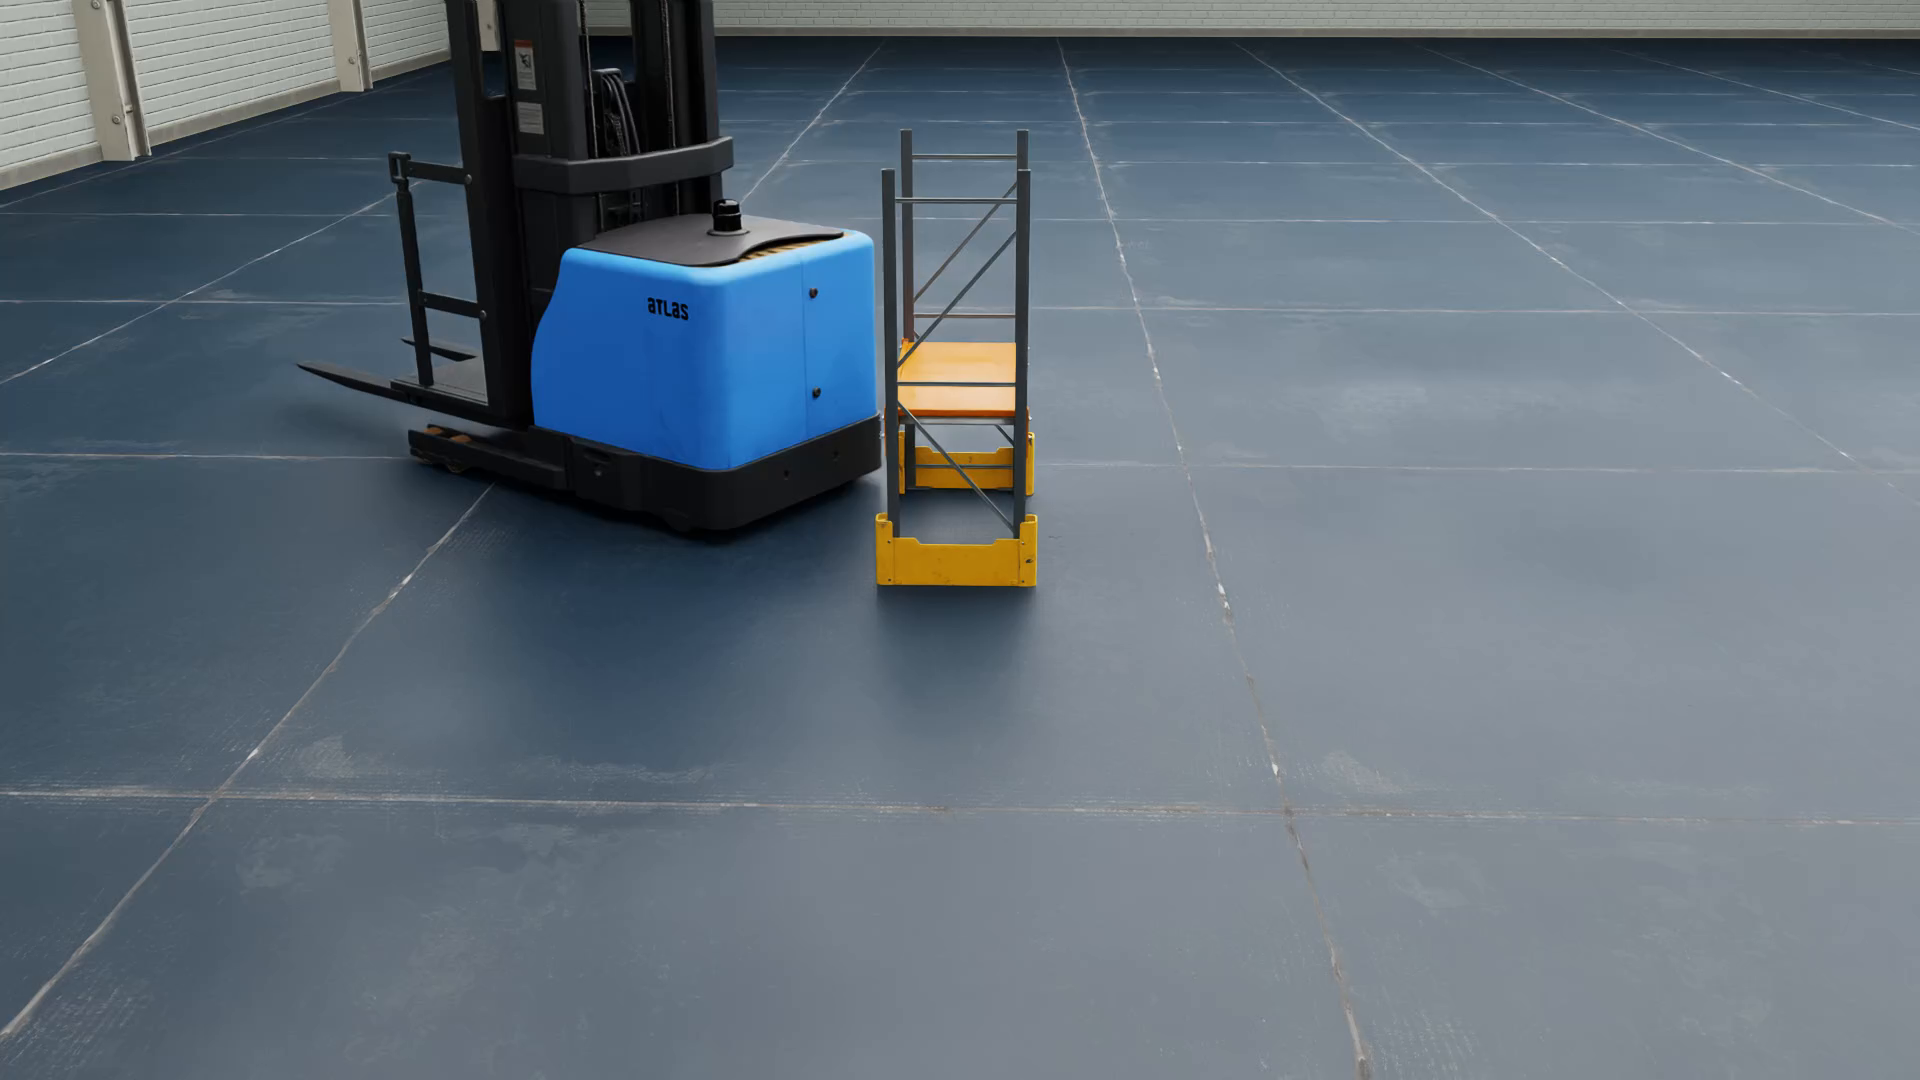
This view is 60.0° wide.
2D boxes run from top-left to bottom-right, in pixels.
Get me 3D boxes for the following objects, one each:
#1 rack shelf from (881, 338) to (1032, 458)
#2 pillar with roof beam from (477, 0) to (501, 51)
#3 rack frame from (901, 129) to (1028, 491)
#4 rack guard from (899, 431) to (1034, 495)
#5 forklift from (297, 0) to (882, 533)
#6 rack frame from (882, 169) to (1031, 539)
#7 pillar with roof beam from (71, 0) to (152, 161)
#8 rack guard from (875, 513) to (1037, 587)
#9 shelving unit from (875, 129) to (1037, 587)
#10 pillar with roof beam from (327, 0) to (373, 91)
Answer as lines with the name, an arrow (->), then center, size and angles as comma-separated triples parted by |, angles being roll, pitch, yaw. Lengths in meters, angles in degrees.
rack shelf -> 0.003, -0.562, 6.402 | 0.538, 0.185, 1.000 | 1, 21, 2
pillar with roof beam -> -3.371, -12.174, 25.464 | 9.100, 9.000, 0.400 | 1, 21, 2
rack frame -> 0.018, -0.914, 6.811 | 0.500, 1.500, 0.032 | 1, 21, 2
rack guard -> 0.017, -0.324, 7.019 | 0.587, 0.250, 0.087 | 1, 21, 2
forklift -> -1.828, -1.797, 7.108 | 3.031, 2.935, 1.130 | 15, 26, 33
rack frame -> -0.013, -0.546, 5.863 | 0.500, 1.500, 0.032 | 1, 21, 2
pillar with roof beam -> -3.736, -7.835, 14.282 | 9.100, 9.000, 0.400 | 1, 21, 2
rack guard -> -0.013, 0.036, 6.091 | 0.587, 0.250, 0.087 | 1, 21, 2
shelving unit -> 0.002, -0.727, 6.329 | 0.587, 1.500, 1.083 | 1, 21, 2
pillar with roof beam -> -3.553, -10.005, 19.873 | 9.100, 9.000, 0.400 | 1, 21, 2
